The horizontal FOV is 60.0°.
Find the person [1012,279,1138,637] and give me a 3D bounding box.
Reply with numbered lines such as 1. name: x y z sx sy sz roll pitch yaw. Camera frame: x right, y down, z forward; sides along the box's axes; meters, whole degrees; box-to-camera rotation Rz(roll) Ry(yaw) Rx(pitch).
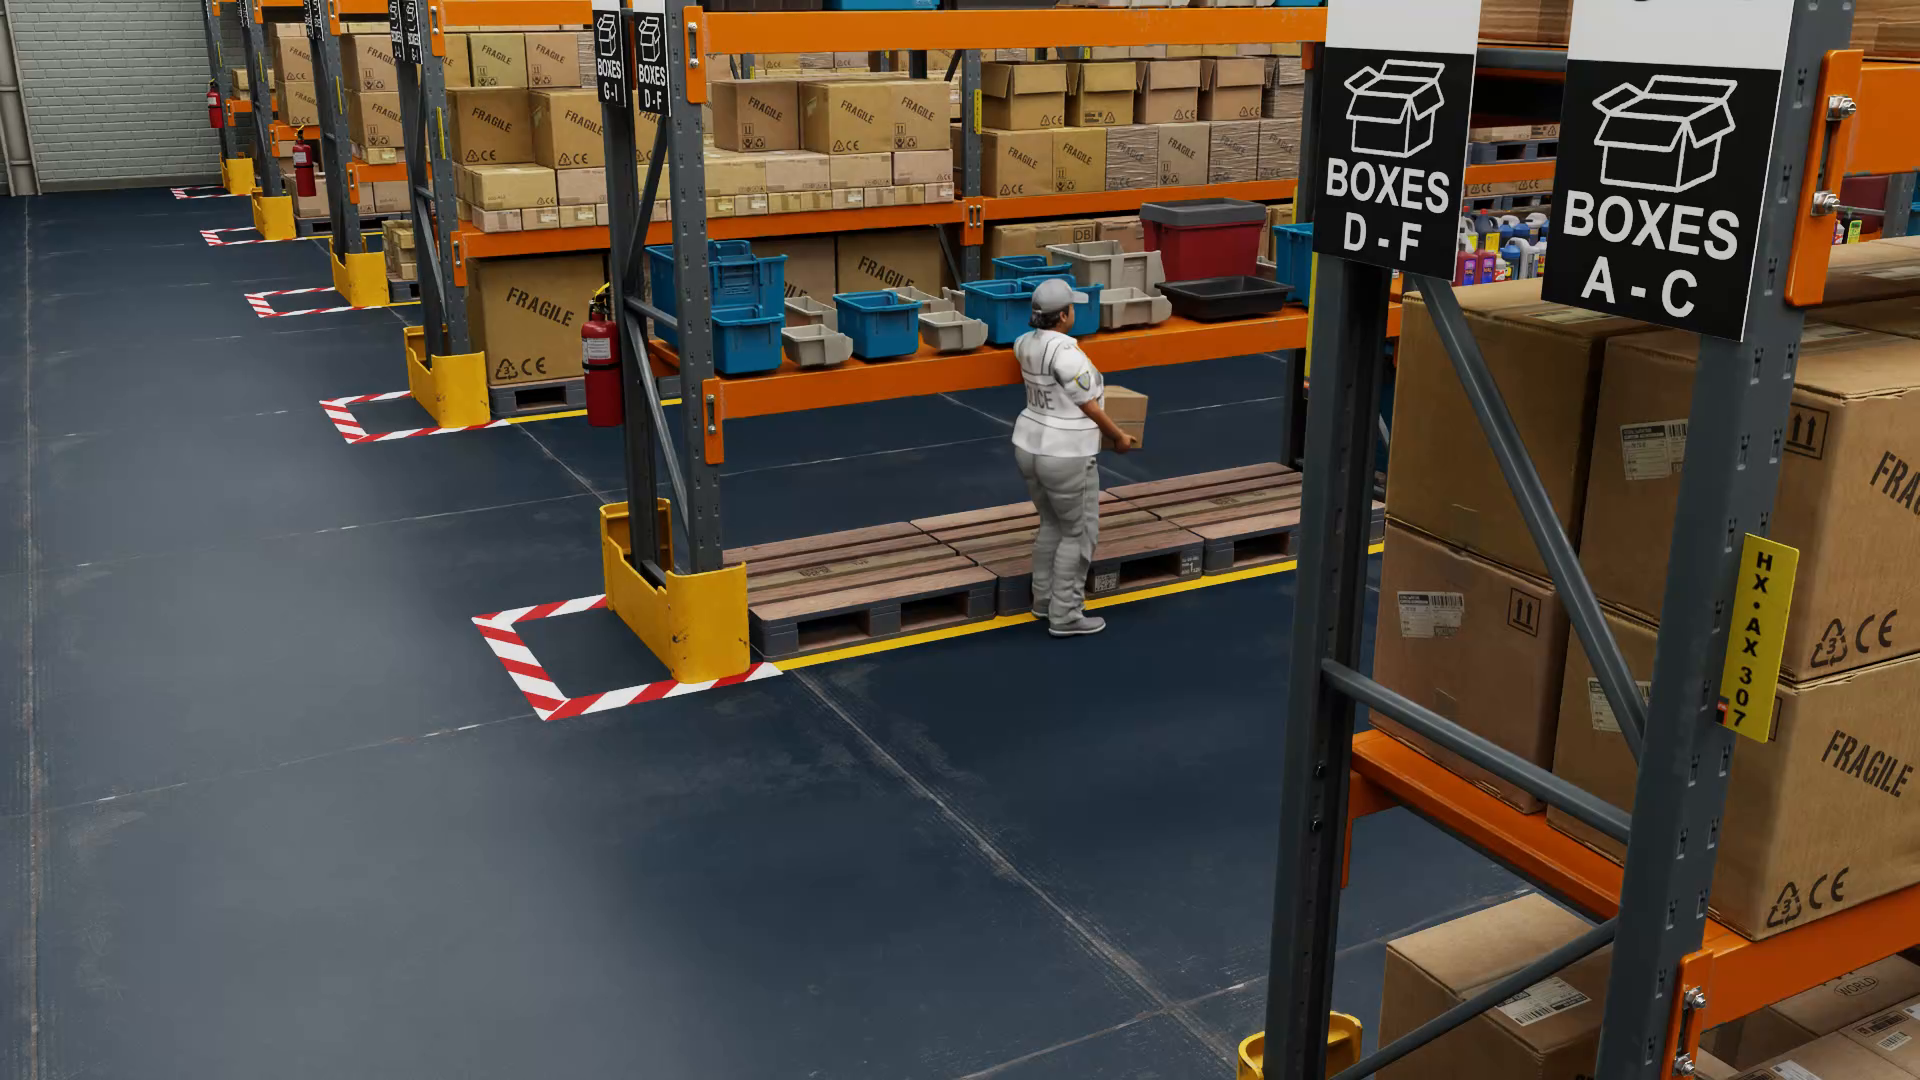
1. person: 0.524 -0.394 7.745 0.539 1.659 0.456 -10 21 -27
